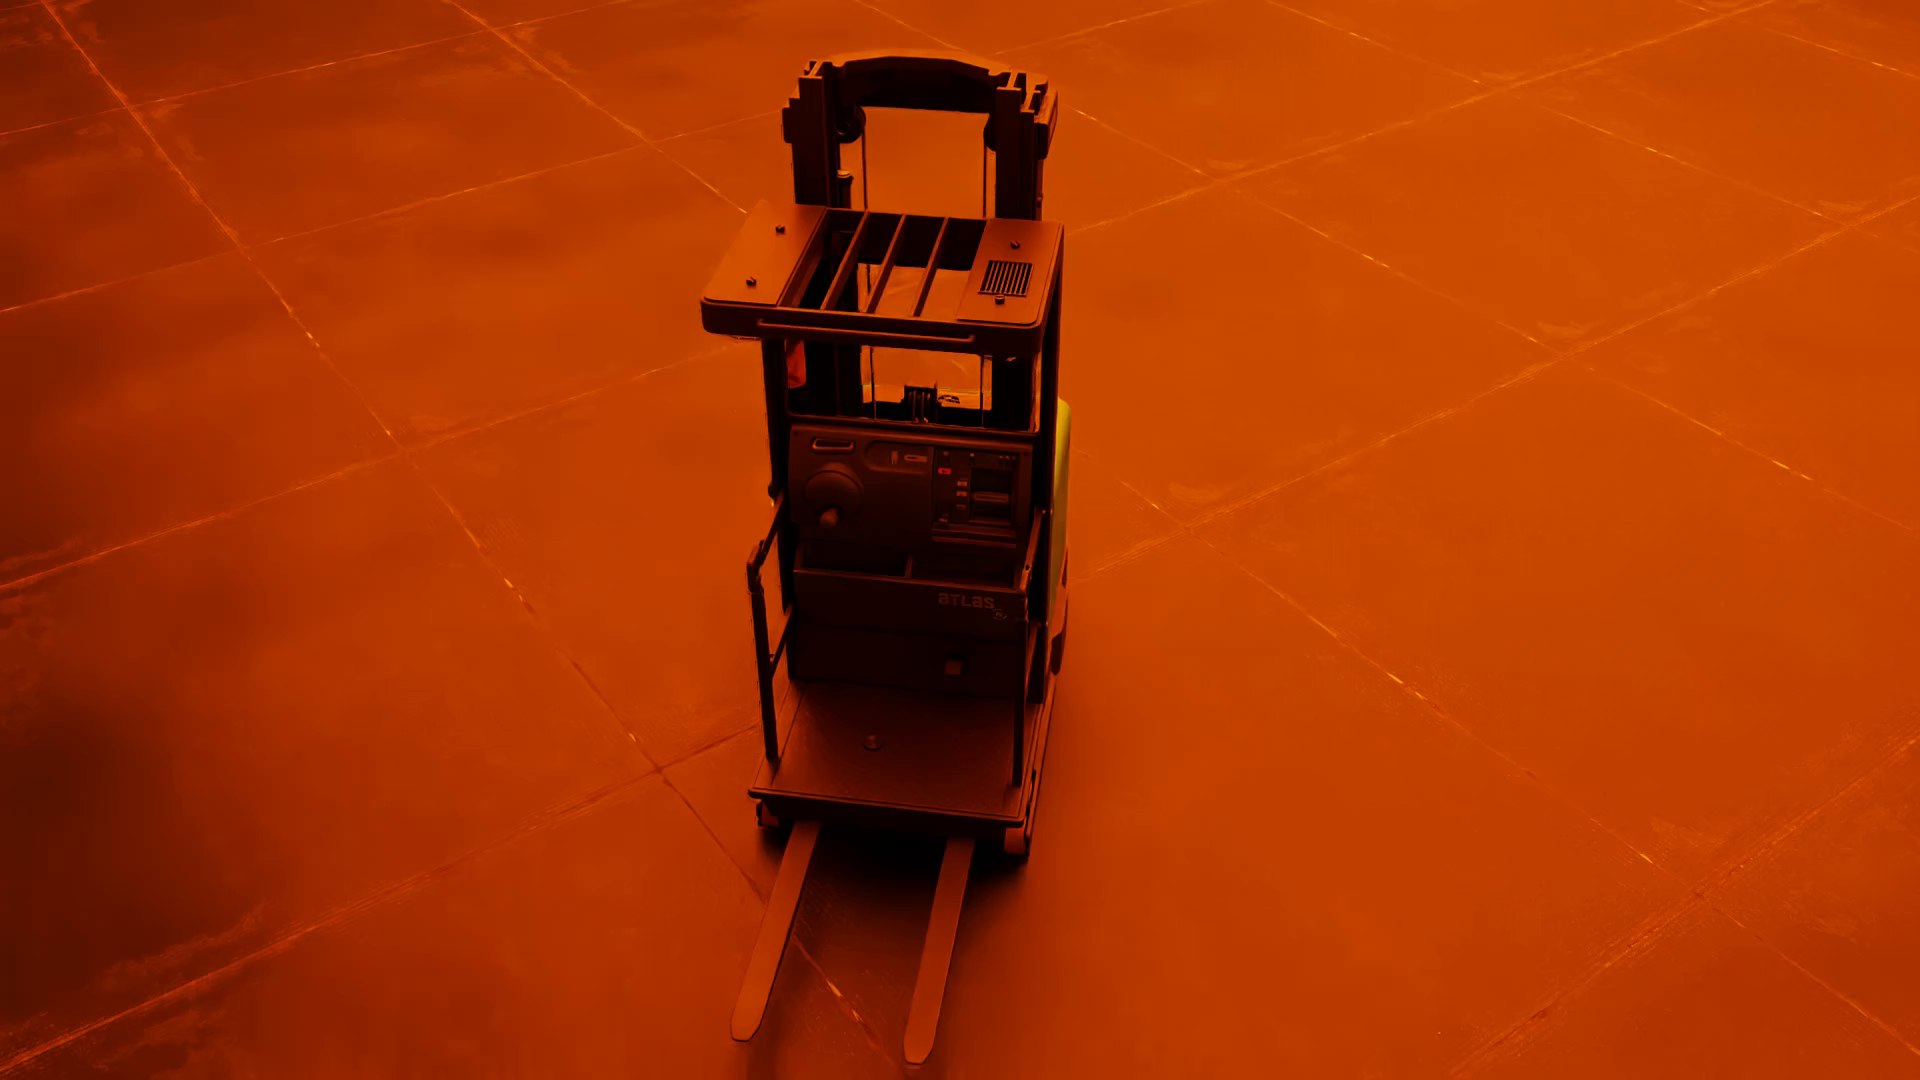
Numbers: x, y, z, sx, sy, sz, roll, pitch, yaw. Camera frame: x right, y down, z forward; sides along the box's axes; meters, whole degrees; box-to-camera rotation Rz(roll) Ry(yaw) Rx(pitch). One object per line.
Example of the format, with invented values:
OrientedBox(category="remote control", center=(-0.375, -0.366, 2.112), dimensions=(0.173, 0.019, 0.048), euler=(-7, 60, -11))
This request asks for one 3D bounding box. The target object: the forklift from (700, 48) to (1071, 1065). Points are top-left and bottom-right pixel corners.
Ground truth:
OrientedBox(category="forklift", center=(-0.222, -0.142, 6.137), dimensions=(1.130, 2.935, 3.031), euler=(5, 37, 7))

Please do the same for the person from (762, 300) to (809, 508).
OrientedBox(category="person", center=(-0.810, -0.857, 8.264), dimensions=(0.374, 1.566, 0.723), euler=(-1, 36, -2))
